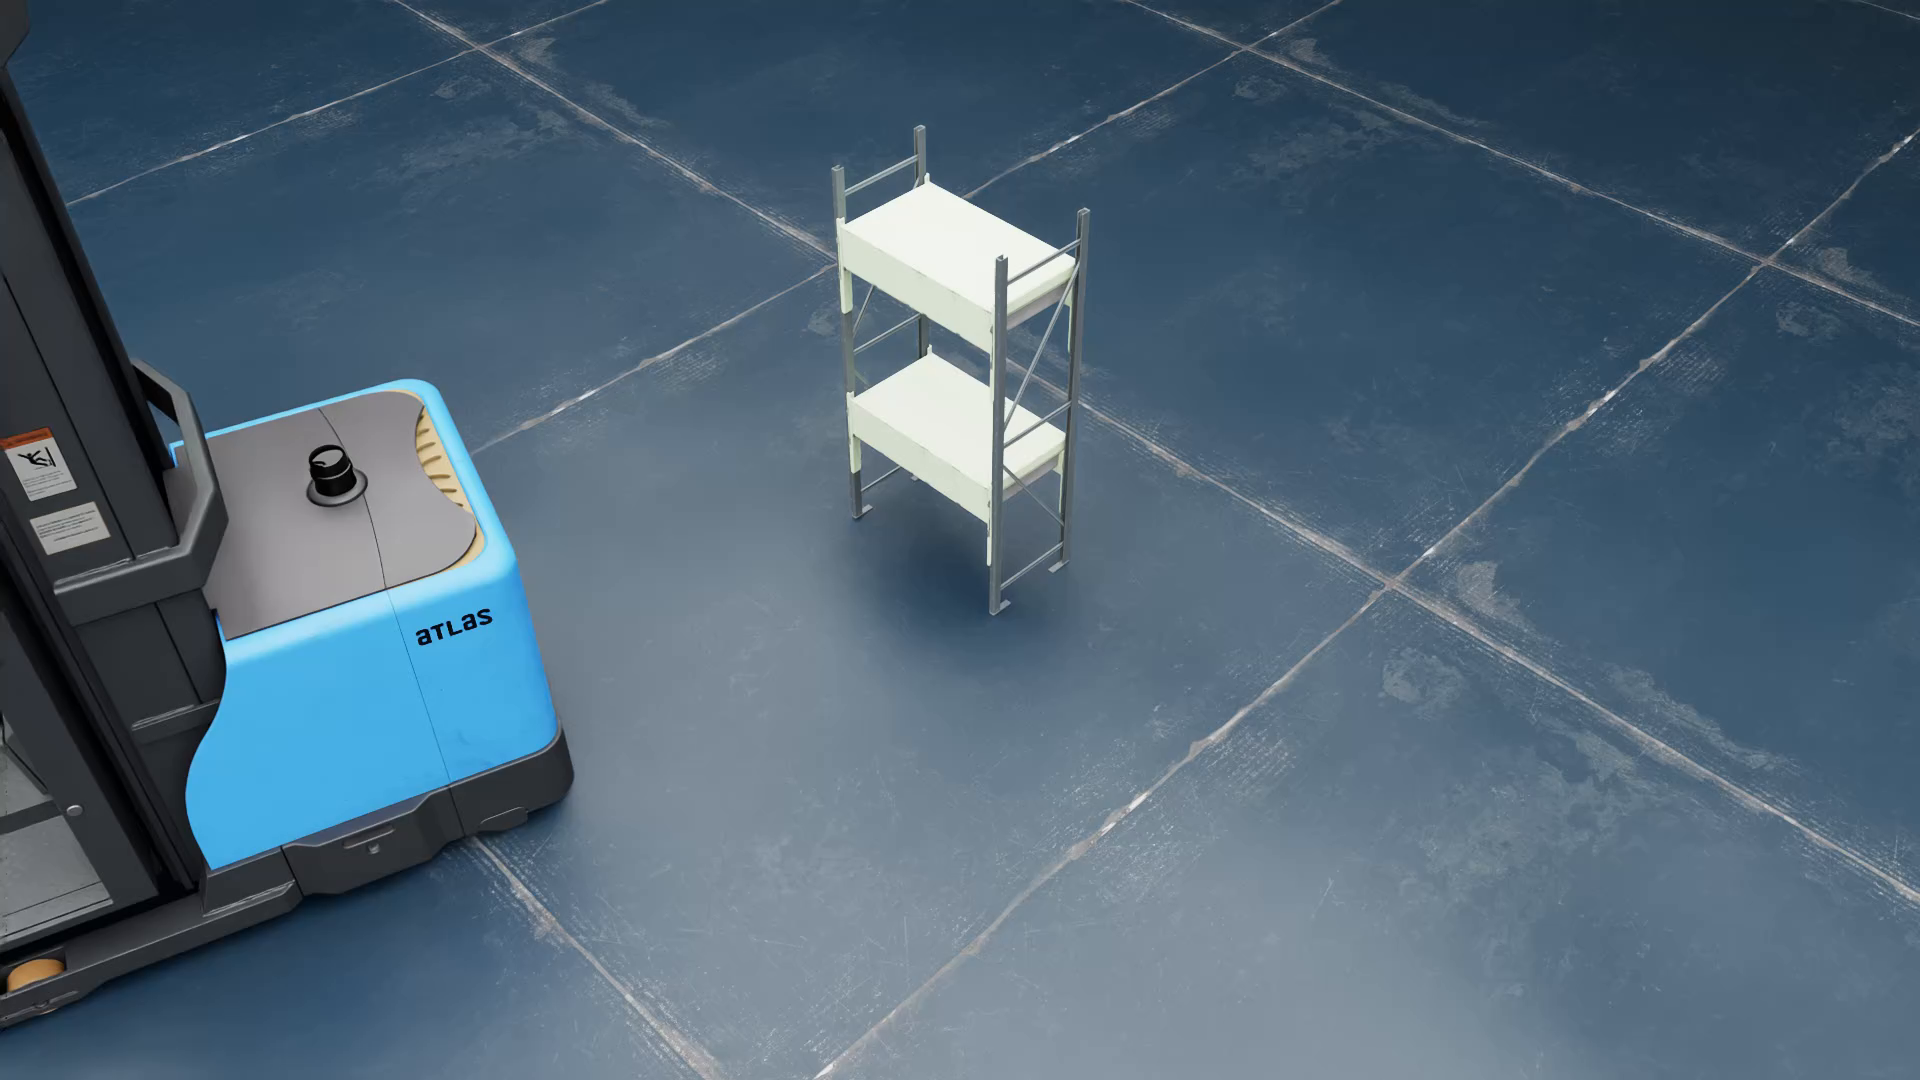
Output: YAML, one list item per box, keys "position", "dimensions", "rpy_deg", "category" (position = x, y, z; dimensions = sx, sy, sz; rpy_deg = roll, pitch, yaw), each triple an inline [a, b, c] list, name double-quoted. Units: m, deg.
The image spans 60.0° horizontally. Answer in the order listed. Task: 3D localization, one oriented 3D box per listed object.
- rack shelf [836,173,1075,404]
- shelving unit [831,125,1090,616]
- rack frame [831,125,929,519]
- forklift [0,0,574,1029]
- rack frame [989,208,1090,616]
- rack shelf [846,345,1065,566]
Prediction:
- position: [-0.005, -0.841, 5.480]
  dimensions: [0.431, 0.370, 0.720]
  rpy_deg: [-34, 53, -31]
  category: "rack shelf"
- position: [-0.005, -0.554, 5.744]
  dimensions: [0.431, 1.500, 0.755]
  rpy_deg: [-34, 53, -31]
  category: "shelving unit"
- position: [-0.263, -0.730, 5.935]
  dimensions: [0.400, 1.500, 0.023]
  rpy_deg: [-34, 53, -31]
  category: "rack frame"
- position: [-2.783, -0.067, 4.163]
  dimensions: [3.031, 2.935, 1.130]
  rpy_deg: [-19, 46, -20]
  category: "forklift"
- position: [0.254, -0.378, 5.554]
  dimensions: [0.400, 1.500, 0.023]
  rpy_deg: [-34, 53, -31]
  category: "rack frame"
- position: [-0.005, -0.315, 5.966]
  dimensions: [0.431, 0.370, 0.720]
  rpy_deg: [-34, 53, -31]
  category: "rack shelf"
